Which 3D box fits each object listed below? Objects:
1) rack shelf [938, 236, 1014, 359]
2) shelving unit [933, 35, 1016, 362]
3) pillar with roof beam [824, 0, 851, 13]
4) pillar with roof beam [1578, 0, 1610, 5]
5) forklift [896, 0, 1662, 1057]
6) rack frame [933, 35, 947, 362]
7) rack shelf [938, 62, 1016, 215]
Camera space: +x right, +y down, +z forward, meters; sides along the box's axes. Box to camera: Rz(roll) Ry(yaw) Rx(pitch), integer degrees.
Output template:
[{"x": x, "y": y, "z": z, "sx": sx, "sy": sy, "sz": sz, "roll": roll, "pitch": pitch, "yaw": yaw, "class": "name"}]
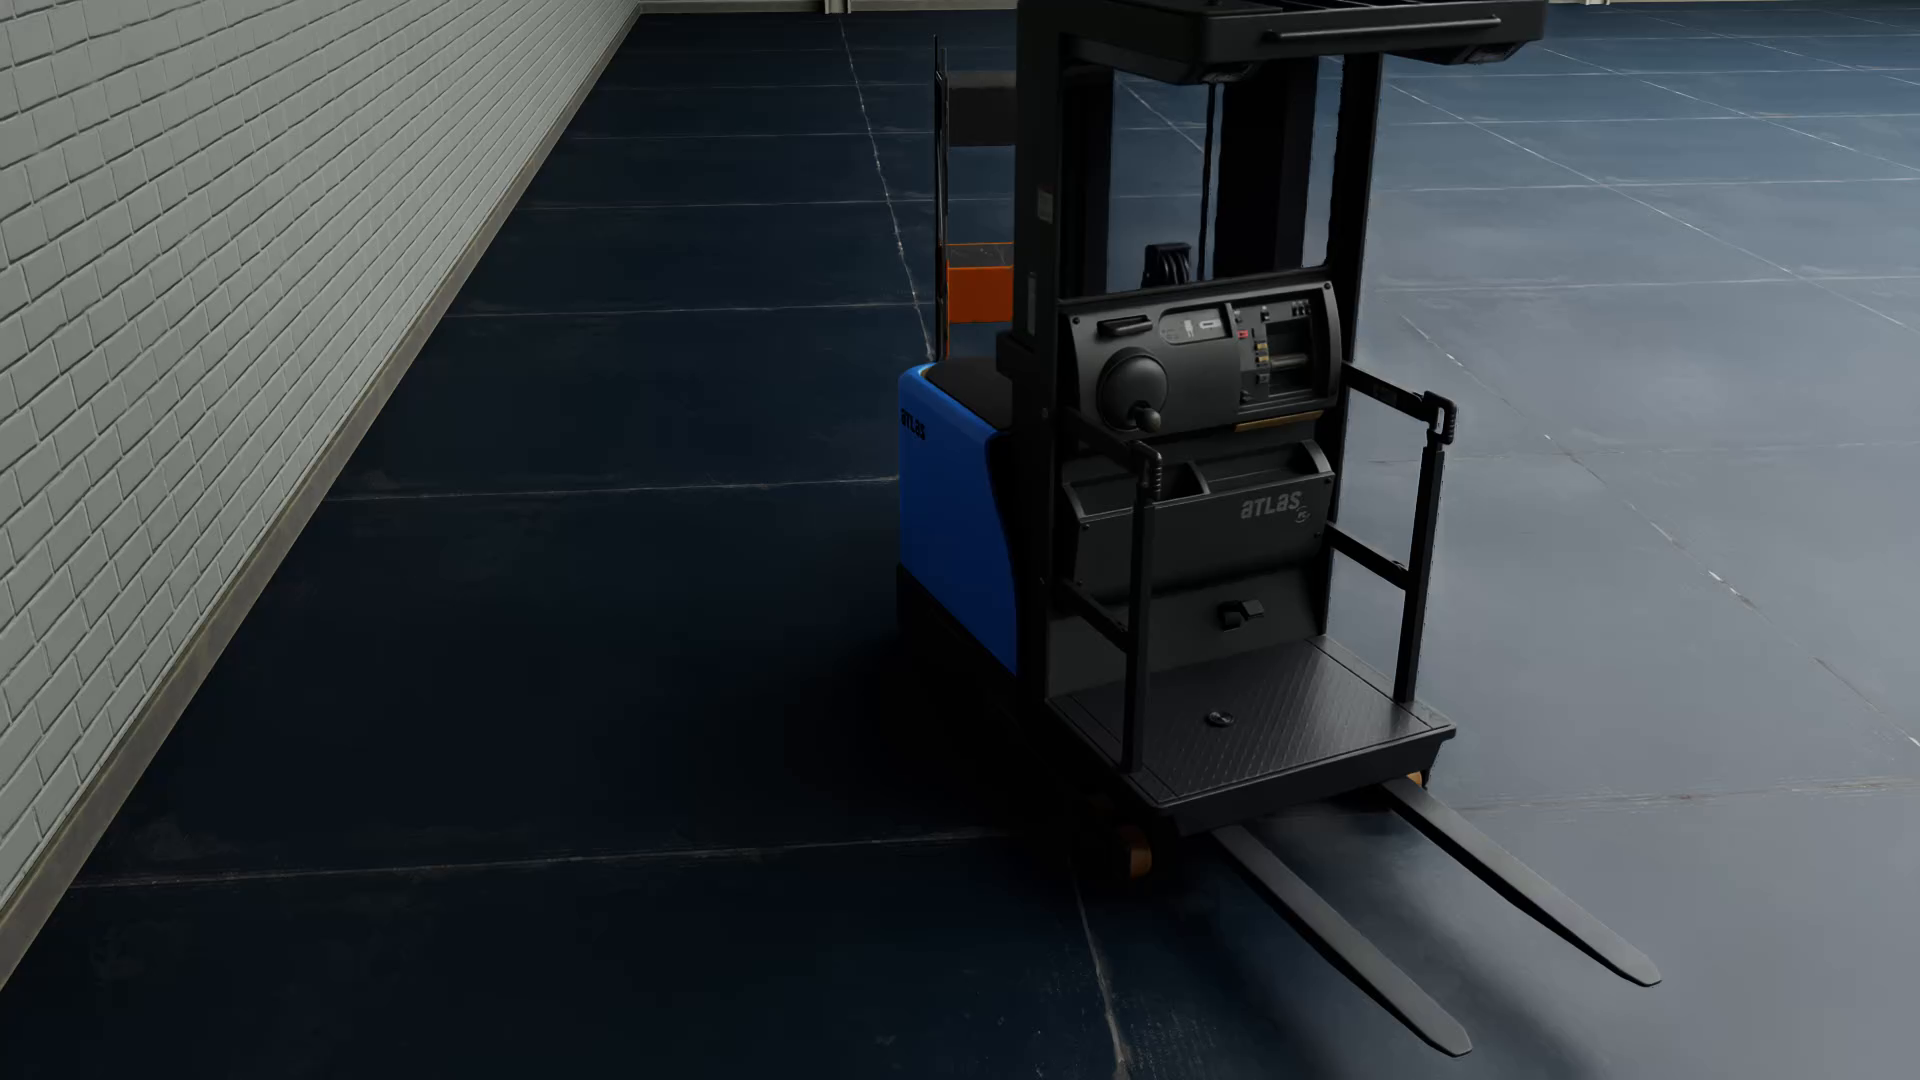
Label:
[{"x": 0.165, "y": -0.954, "z": 6.844, "sx": 0.480, "sy": 0.518, "sz": 0.431, "roll": -2, "pitch": 24, "yaw": -5, "class": "rack shelf"}, {"x": 0.165, "y": -0.966, "z": 6.838, "sx": 0.503, "sy": 2.100, "sz": 0.431, "roll": -2, "pitch": 24, "yaw": -5, "class": "shelving unit"}, {"x": -1.445, "y": -10.428, "z": 19.631, "sx": 0.400, "sy": 9.000, "sz": 9.100, "roll": -2, "pitch": 24, "yaw": -5, "class": "pillar with roof beam"}, {"x": 10.497, "y": -10.907, "z": 20.709, "sx": 0.400, "sy": 9.000, "sz": 9.100, "roll": -2, "pitch": 24, "yaw": -5, "class": "pillar with roof beam"}, {"x": 0.837, "y": -0.525, "z": 4.823, "sx": 1.130, "sy": 2.935, "sz": 3.031, "roll": -11, "pitch": 26, "yaw": -23, "class": "forklift"}, {"x": -0.078, "y": -0.956, "z": 6.816, "sx": 0.015, "sy": 2.100, "sz": 0.400, "roll": -2, "pitch": 24, "yaw": -5, "class": "rack frame"}, {"x": 0.165, "y": -1.593, "z": 6.560, "sx": 0.480, "sy": 0.518, "sz": 0.431, "roll": -2, "pitch": 24, "yaw": -5, "class": "rack shelf"}]
